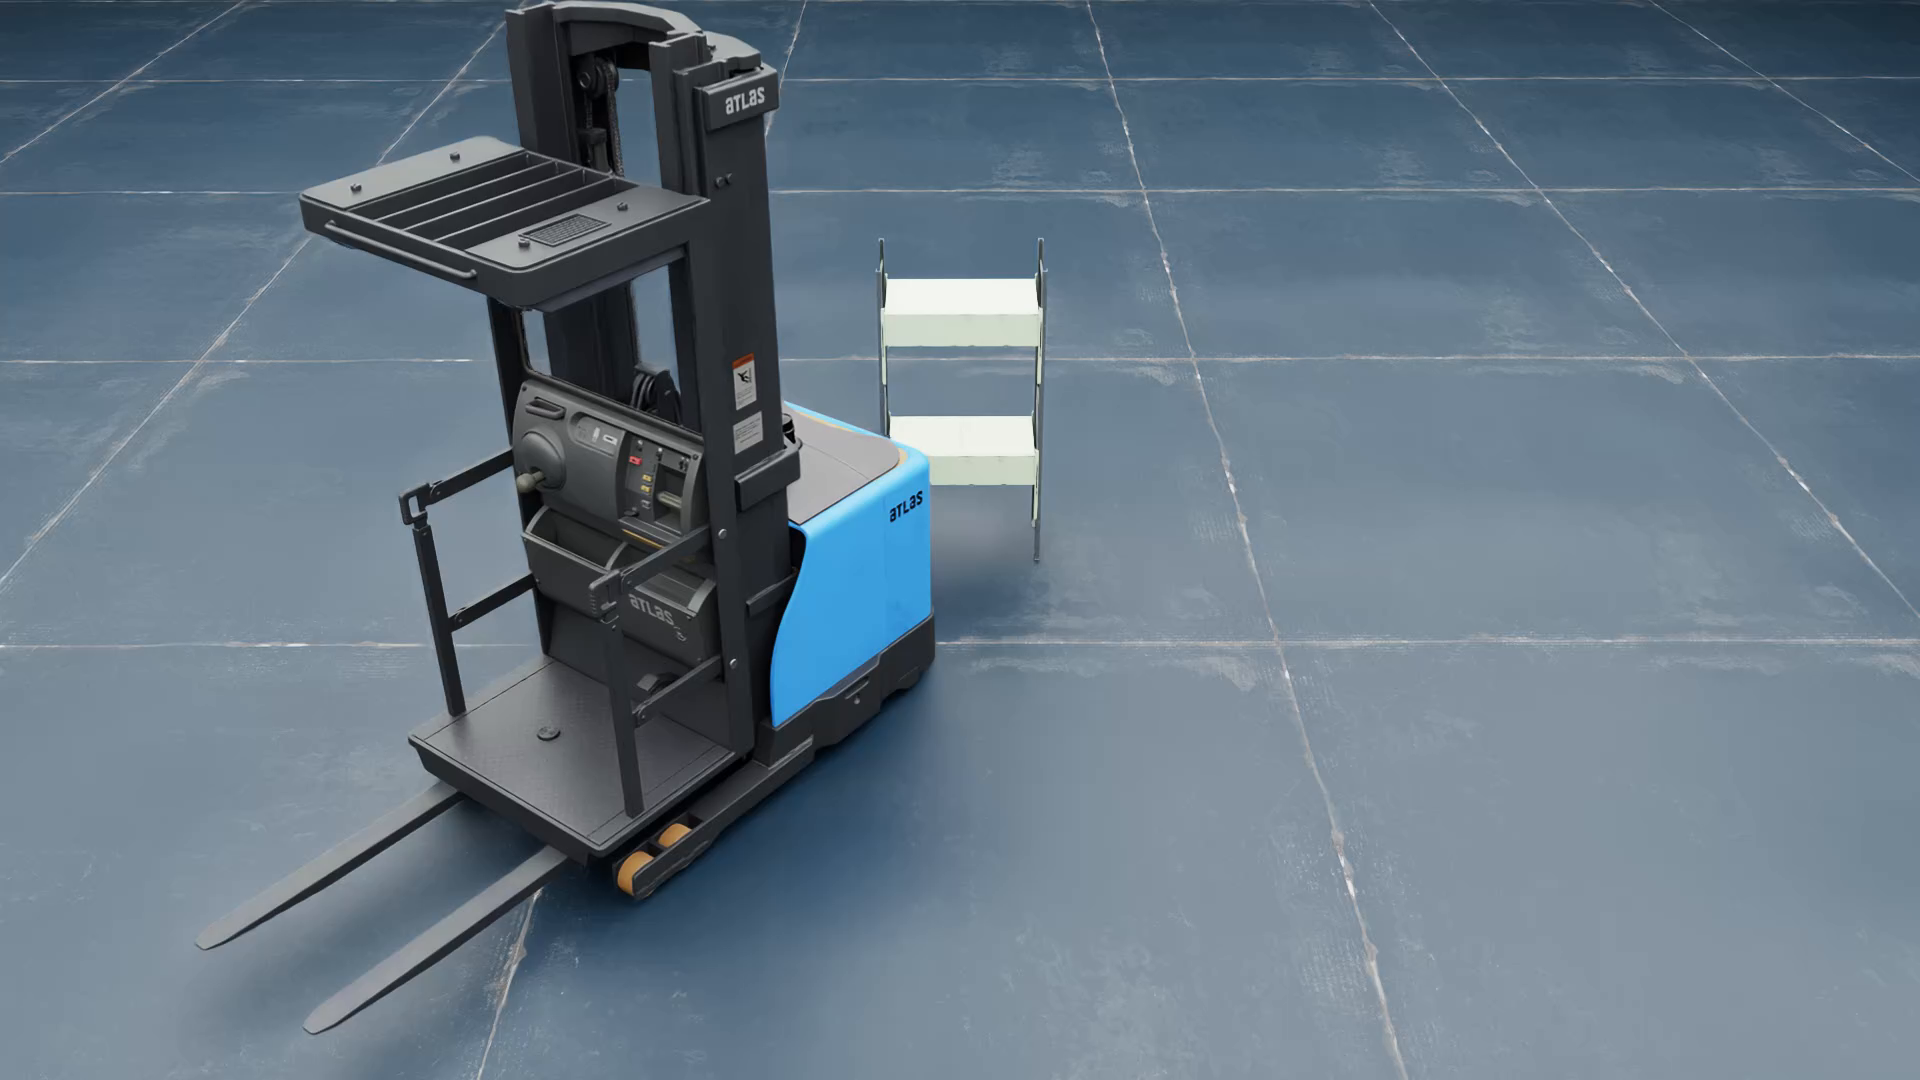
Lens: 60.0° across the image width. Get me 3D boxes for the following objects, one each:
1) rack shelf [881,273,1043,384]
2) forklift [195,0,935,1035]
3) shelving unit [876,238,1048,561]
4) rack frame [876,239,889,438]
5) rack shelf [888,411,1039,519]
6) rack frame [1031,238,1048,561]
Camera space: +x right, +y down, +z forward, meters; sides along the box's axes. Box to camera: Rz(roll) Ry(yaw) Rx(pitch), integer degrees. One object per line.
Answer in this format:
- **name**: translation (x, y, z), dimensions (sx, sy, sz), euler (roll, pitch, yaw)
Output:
- **rack shelf**: translation (0.007, -0.975, 7.659), dimensions (0.720, 0.370, 0.431), euler (0, 31, 0)
- **forklift**: translation (-1.397, -0.232, 5.807), dimensions (1.130, 2.935, 3.031), euler (21, 37, 31)
- **shelving unit**: translation (0.007, -0.641, 7.861), dimensions (0.755, 1.500, 0.431), euler (0, 31, 0)
- **rack frame**: translation (-0.359, -0.640, 7.859), dimensions (0.023, 1.500, 0.400), euler (0, 31, 0)
- **rack shelf**: translation (0.007, -0.363, 8.030), dimensions (0.720, 0.370, 0.431), euler (0, 31, 0)
- **rack frame**: translation (0.373, -0.642, 7.863), dimensions (0.023, 1.500, 0.400), euler (0, 31, 0)
